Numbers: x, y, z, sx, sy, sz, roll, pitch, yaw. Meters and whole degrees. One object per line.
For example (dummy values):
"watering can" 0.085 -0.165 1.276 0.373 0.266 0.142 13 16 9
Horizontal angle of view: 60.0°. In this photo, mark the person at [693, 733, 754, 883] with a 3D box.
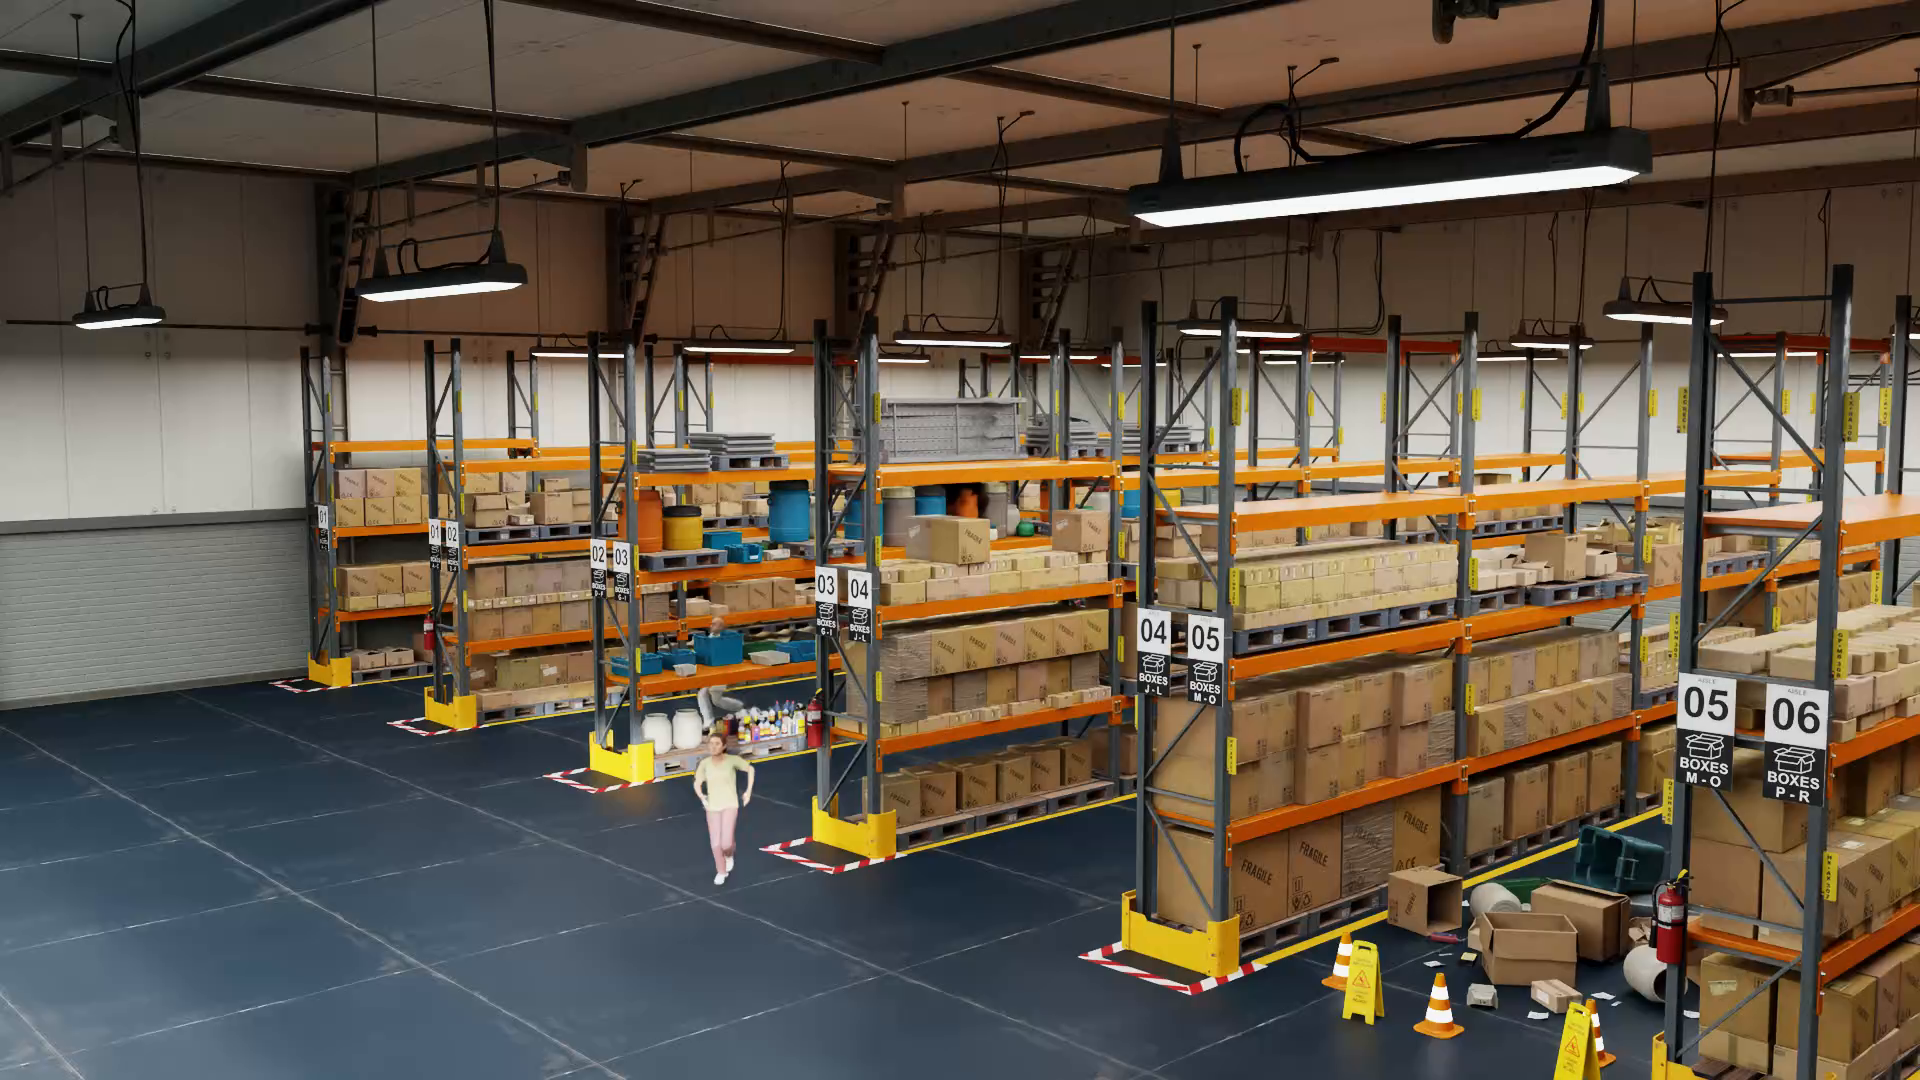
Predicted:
"person" -2.494 2.825 17.444 0.603 1.628 0.645 0 5 5

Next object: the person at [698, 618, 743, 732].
"person" -3.734 2.052 25.538 0.715 1.735 0.825 5 7 42
